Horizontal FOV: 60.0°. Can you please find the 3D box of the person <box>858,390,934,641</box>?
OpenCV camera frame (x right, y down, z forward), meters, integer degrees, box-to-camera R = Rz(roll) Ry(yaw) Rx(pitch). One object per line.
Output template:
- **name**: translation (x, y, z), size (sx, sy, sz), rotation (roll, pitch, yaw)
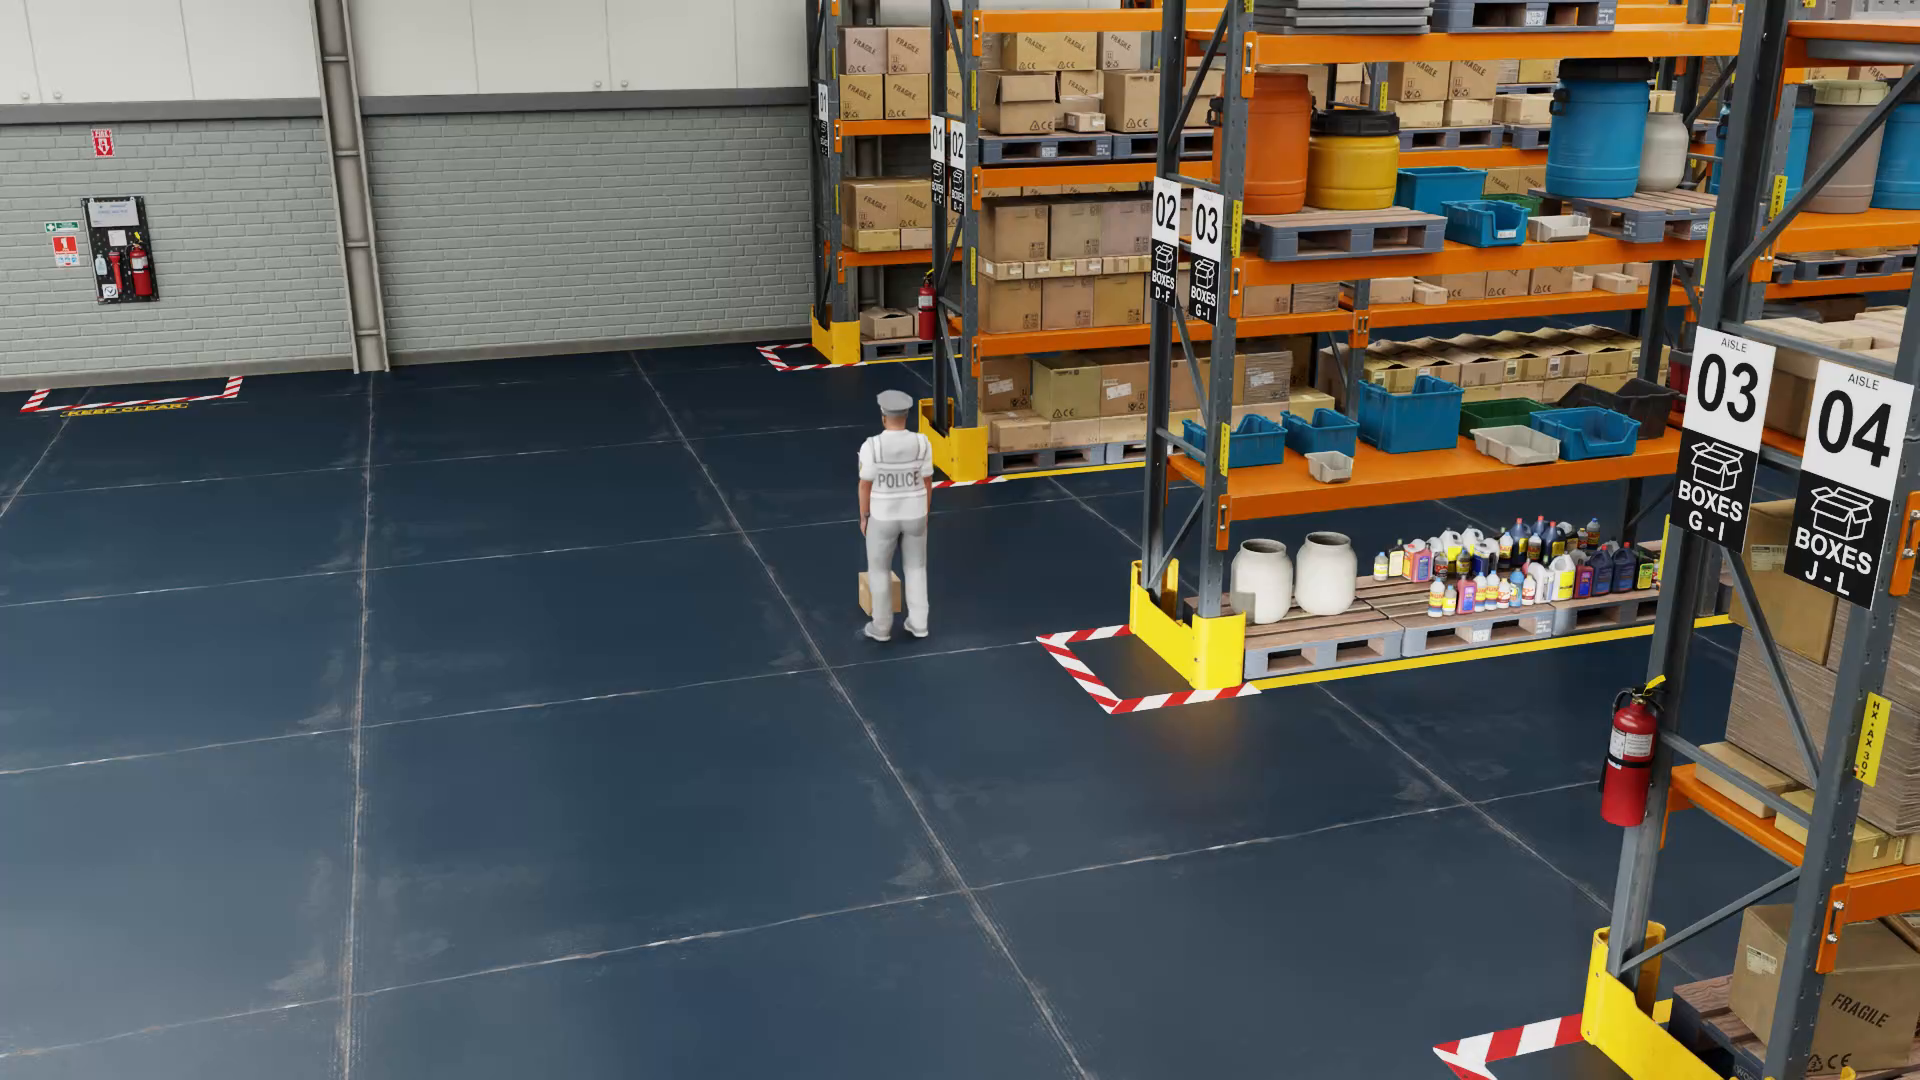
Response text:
- **person**: translation (-0.453, -0.169, 11.531), size (0.525, 1.769, 0.394), rotation (-6, 20, -16)
